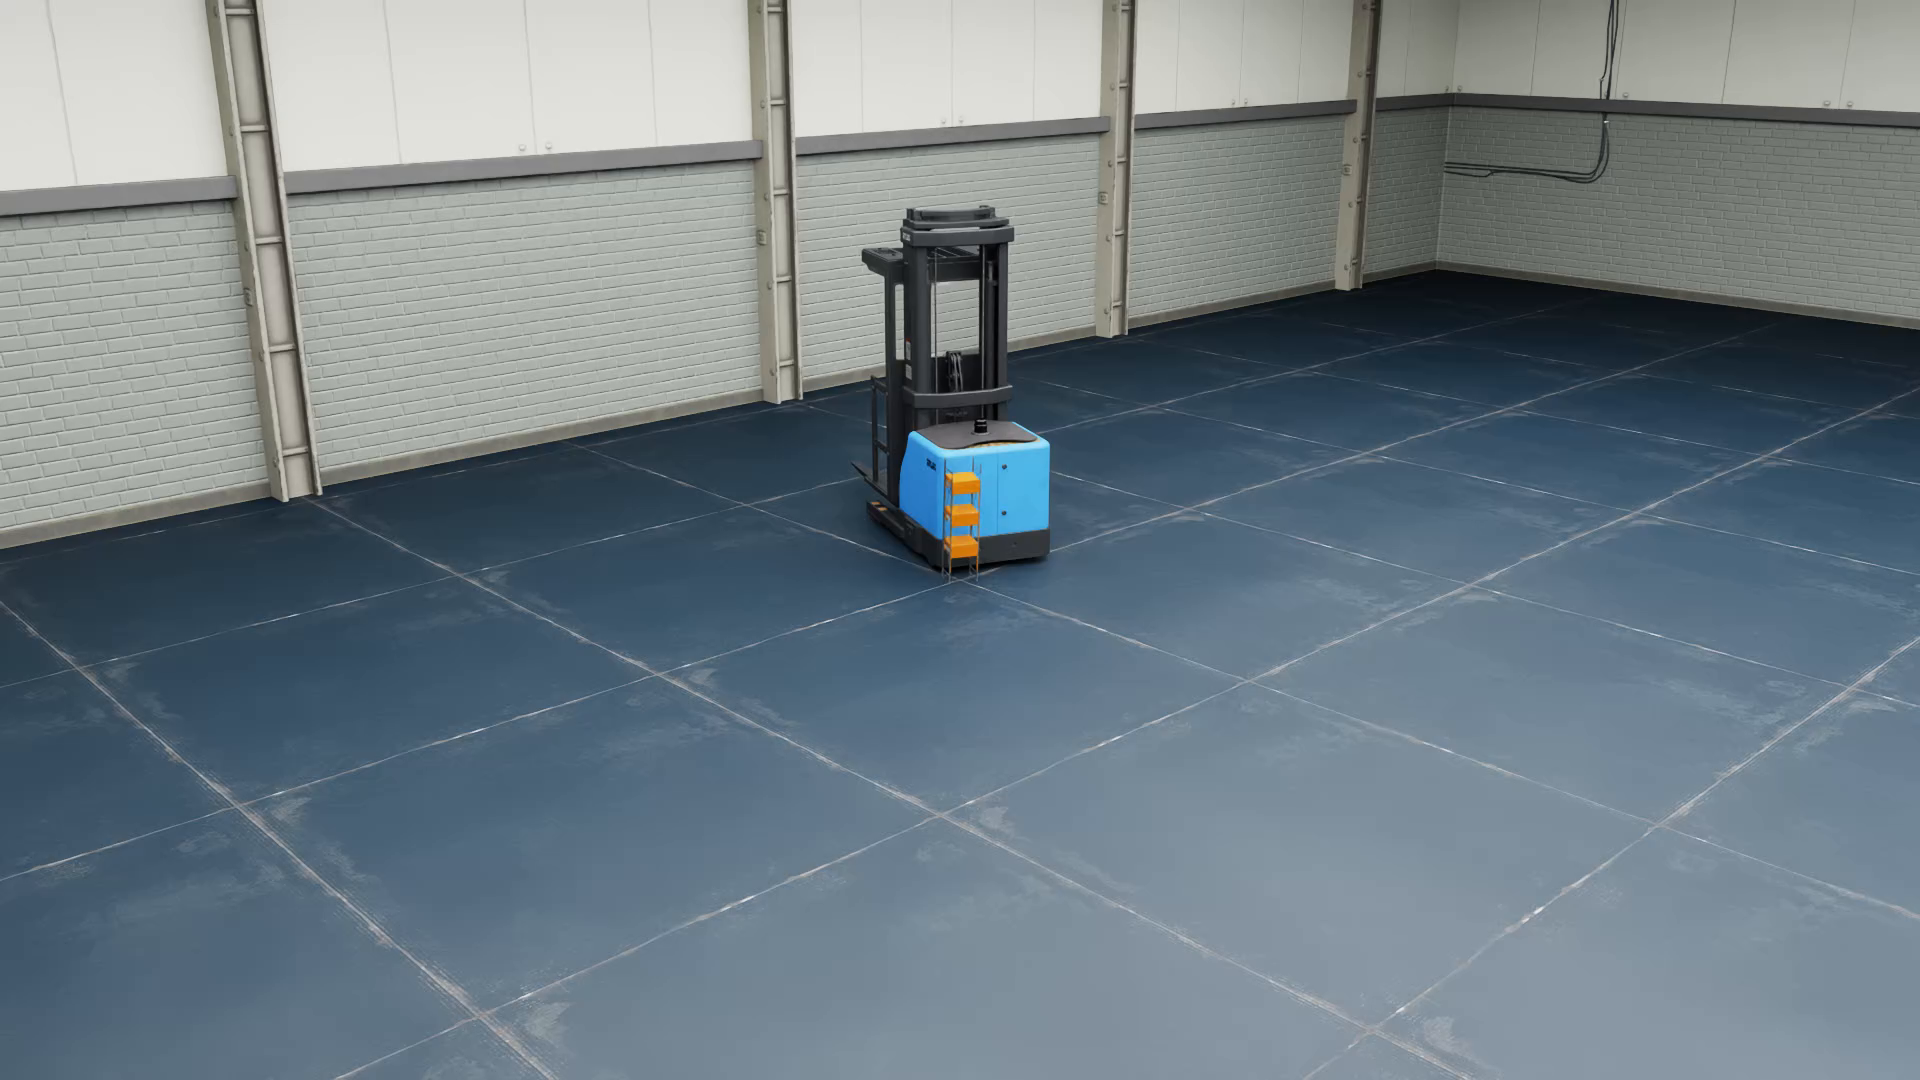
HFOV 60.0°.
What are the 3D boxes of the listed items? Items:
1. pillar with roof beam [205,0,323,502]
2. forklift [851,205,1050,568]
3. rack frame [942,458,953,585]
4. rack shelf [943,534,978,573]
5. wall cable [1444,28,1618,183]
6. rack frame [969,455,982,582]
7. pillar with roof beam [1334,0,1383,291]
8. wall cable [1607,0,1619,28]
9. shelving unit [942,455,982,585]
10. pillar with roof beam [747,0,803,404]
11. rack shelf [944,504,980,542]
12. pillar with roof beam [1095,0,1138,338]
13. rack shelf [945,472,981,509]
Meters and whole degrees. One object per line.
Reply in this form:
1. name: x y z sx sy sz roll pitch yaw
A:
1. pillar with roof beam: -3.565 -3.760 11.990 0.400 9.000 9.100 -16 24 -41
2. forklift: -0.229 -1.575 15.091 1.130 2.935 3.031 -7 19 -20
3. rack frame: -0.105 -0.149 13.715 0.008 1.050 0.200 -6 24 -18
4. rack shelf: 0.003 0.105 13.864 0.240 0.259 0.215 -6 24 -18
5. wall cable: 9.606 -7.390 28.220 0.112 2.526 3.097 -16 24 -41
6. rack frame: 0.126 -0.174 13.791 0.008 1.050 0.200 -6 24 -18
7. pillar with roof beam: 9.514 -7.574 23.754 0.400 9.000 9.100 -16 24 -41
8. wall cable: 11.464 -9.186 25.571 0.112 2.526 3.097 -16 24 -41
9. shelving unit: 0.011 -0.161 13.753 0.252 1.050 0.215 -6 24 -18
10. pillar with roof beam: 0.795 -5.031 15.912 0.400 9.000 9.100 -16 24 -41
11. rack shelf: 0.010 -0.152 13.757 0.240 0.259 0.215 -6 24 -18
12. pillar with roof beam: 5.155 -6.303 19.833 0.400 9.000 9.100 -16 24 -41
13. rack shelf: 0.018 -0.413 13.648 0.240 0.259 0.215 -6 24 -18
